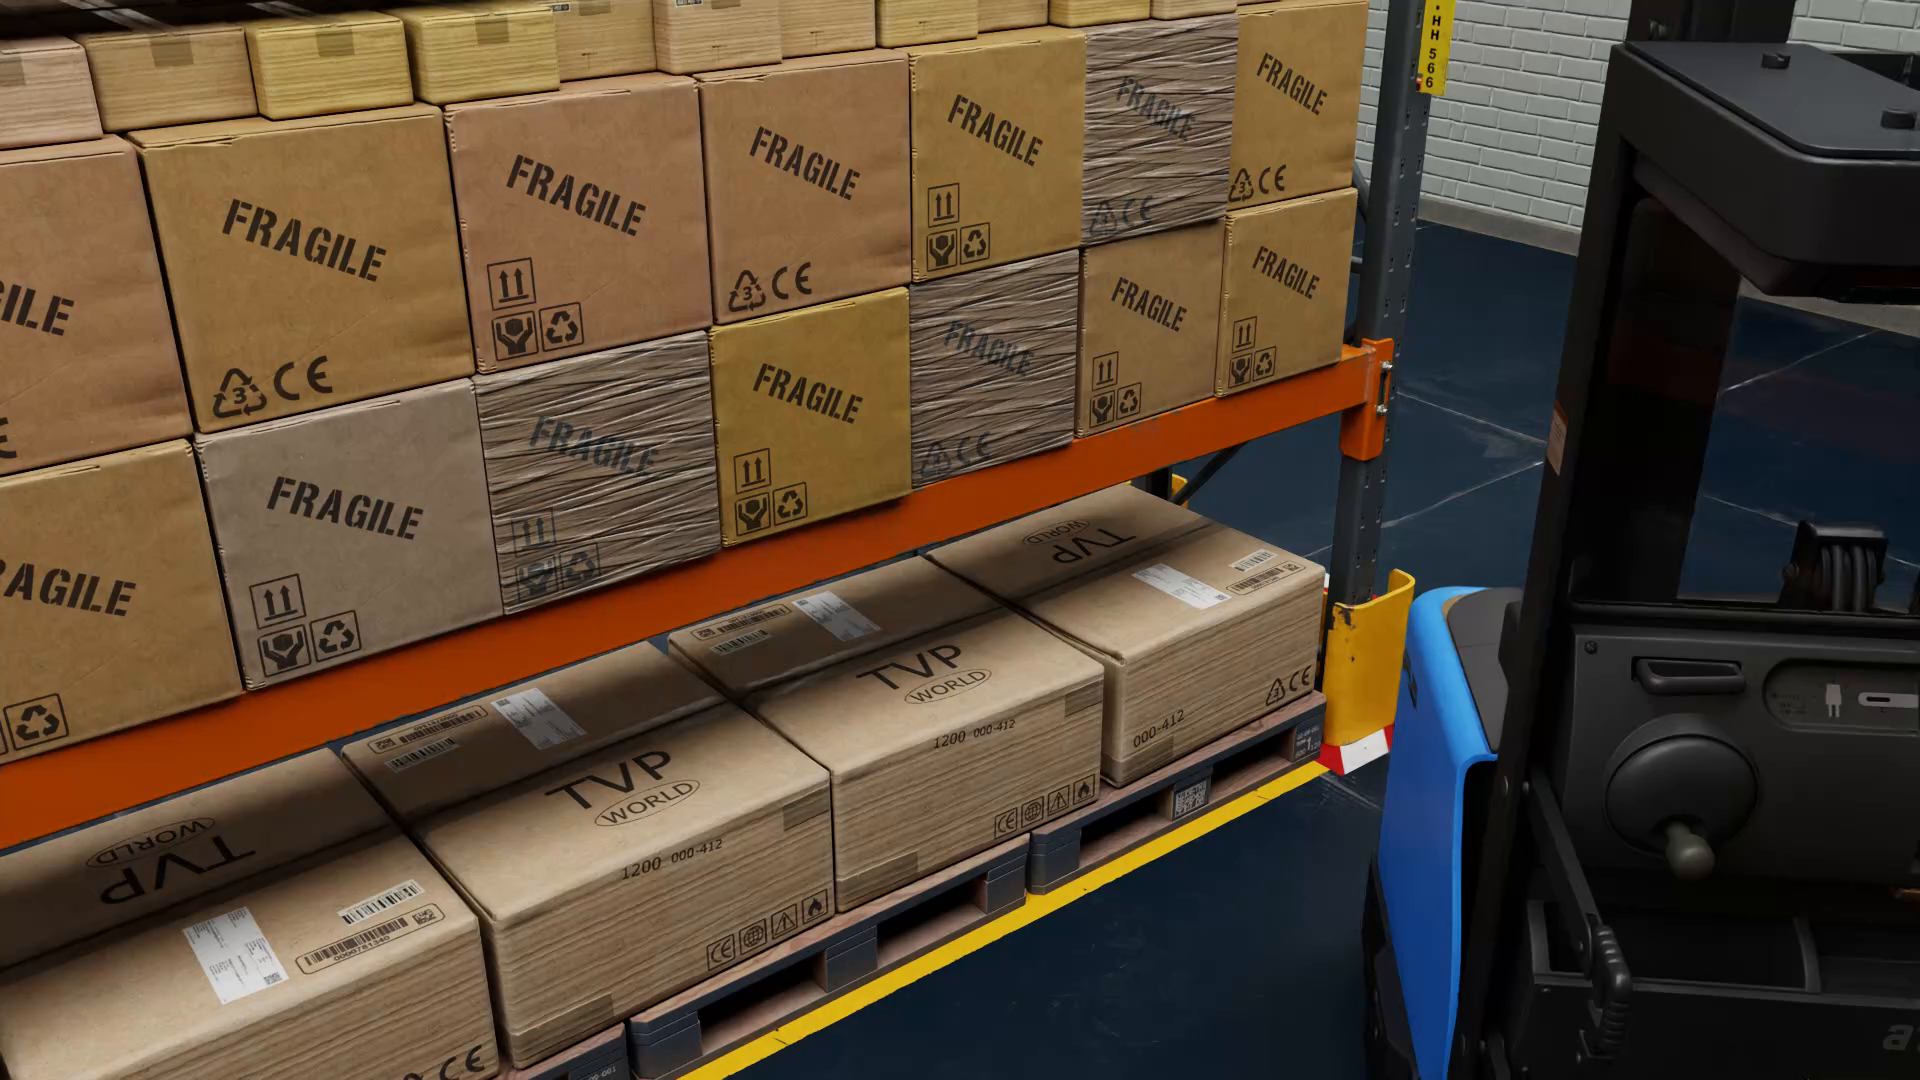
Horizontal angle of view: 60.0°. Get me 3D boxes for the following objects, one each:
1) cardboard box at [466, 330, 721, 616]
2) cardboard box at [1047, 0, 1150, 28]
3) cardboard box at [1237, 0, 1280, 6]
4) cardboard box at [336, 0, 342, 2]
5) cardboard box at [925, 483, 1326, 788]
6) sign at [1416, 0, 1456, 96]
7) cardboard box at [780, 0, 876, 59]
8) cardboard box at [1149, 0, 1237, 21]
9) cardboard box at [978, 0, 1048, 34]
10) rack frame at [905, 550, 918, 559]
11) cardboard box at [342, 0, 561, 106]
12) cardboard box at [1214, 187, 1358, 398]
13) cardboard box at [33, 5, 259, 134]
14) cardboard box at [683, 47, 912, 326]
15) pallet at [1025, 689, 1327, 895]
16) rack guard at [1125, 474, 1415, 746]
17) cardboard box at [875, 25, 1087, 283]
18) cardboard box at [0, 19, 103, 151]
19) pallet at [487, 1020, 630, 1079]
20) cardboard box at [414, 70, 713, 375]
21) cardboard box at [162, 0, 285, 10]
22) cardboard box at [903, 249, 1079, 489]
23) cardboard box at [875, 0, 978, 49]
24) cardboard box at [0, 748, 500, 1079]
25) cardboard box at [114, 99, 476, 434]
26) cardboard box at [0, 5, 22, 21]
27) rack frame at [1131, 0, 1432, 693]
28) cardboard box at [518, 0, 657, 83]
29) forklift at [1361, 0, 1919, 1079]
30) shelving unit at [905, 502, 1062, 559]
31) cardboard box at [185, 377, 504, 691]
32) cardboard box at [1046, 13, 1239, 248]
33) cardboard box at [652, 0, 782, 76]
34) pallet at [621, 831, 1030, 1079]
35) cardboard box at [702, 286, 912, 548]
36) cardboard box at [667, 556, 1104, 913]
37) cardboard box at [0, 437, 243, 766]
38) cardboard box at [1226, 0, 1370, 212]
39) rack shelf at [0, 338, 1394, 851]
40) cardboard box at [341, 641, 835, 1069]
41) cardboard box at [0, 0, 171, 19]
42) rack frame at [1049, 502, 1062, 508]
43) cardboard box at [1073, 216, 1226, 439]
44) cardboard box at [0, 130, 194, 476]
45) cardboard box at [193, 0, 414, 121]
[{"bbox_3d":[-0.864,-0.218,3.539,0.500,0.500,0.500,-18,30,-34],"label":"cardboard box"},{"bbox_3d":[0.240,-1.333,3.983,0.250,0.149,0.380,-17,30,-33],"label":"cardboard box"},{"bbox_3d":[0.615,-1.480,4.299,0.250,0.149,0.380,-18,30,-33],"label":"cardboard box"},{"bbox_3d":[-1.303,-1.103,3.486,0.250,0.149,0.380,-19,31,-34],"label":"cardboard box"},{"bbox_3d":[0.501,0.256,5.180,0.875,0.438,0.875,-19,31,-36],"label":"cardboard box"},{"bbox_3d":[1.283,-1.370,4.482,0.005,0.325,0.100,-18,31,-34],"label":"sign"},{"bbox_3d":[-0.388,-1.142,3.571,0.250,0.149,0.380,-17,30,-32],"label":"cardboard box"},{"bbox_3d":[0.464,-1.385,4.095,0.250,0.149,0.380,-19,31,-35],"label":"cardboard box"},{"bbox_3d":[-0.009,-1.289,3.887,0.250,0.149,0.380,-19,31,-34],"label":"cardboard box"},{"bbox_3d":[-0.293,-0.583,6.226,0.023,1.500,0.400,-18,31,-34],"label":"rack frame"},{"bbox_3d":[-0.953,-0.927,3.106,0.250,0.149,0.380,-19,31,-35],"label":"cardboard box"},{"bbox_3d":[0.743,-0.753,4.690,0.500,0.500,0.500,-18,30,-34],"label":"cardboard box"},{"bbox_3d":[-1.413,-0.823,2.883,0.250,0.149,0.380,-19,31,-35],"label":"cardboard box"},{"bbox_3d":[-0.455,-0.812,3.631,0.500,0.500,0.500,-19,31,-34],"label":"cardboard box"},{"bbox_3d":[0.378,0.578,5.254,1.213,0.211,1.003,-18,31,-34],"label":"pallet"},{"bbox_3d":[0.978,0.207,5.710,0.348,0.500,1.175,-18,31,-34],"label":"rack guard"},{"bbox_3d":[-0.058,-0.942,3.911,0.500,0.500,0.500,-18,31,-34],"label":"cardboard box"},{"bbox_3d":[-1.588,-0.742,2.710,0.250,0.149,0.380,-18,30,-33],"label":"cardboard box"},{"bbox_3d":[-1.542,1.212,3.888,1.213,0.211,1.003,-18,31,-34],"label":"pallet"},{"bbox_3d":[-0.853,-0.682,3.350,0.500,0.500,0.500,-18,30,-33],"label":"cardboard box"},{"bbox_3d":[-1.478,-1.026,3.320,0.250,0.149,0.380,-19,31,-34],"label":"cardboard box"},{"bbox_3d":[-0.060,-0.491,4.125,0.500,0.500,0.500,-17,30,-33],"label":"cardboard box"},{"bbox_3d":[-0.170,-1.204,3.705,0.250,0.149,0.380,-17,30,-33],"label":"cardboard box"},{"bbox_3d":[-1.628,0.963,3.657,0.875,0.438,0.875,-19,31,-35],"label":"cardboard box"},{"bbox_3d":[-1.263,-0.553,3.072,0.500,0.500,0.500,-19,31,-35],"label":"cardboard box"},{"bbox_3d":[-1.868,-0.893,3.033,0.250,0.149,0.380,-17,30,-33],"label":"cardboard box"},{"bbox_3d":[0.959,-0.920,5.170,0.127,3.000,1.000,-18,31,-34],"label":"rack frame"},{"bbox_3d":[-0.806,-1.019,3.305,0.250,0.149,0.380,-18,31,-34],"label":"cardboard box"},{"bbox_3d":[1.420,0.385,2.438,1.130,2.935,3.031,3,25,6],"label":"forklift"},{"bbox_3d":[-0.005,-0.679,6.431,0.755,1.500,0.431,-18,31,-34],"label":"shelving unit"},{"bbox_3d":[-1.259,-0.091,3.265,0.500,0.500,0.500,-18,30,-34],"label":"cardboard box"},{"bbox_3d":[0.333,-1.070,4.185,0.500,0.500,0.500,-18,30,-34],"label":"cardboard box"},{"bbox_3d":[-0.570,-1.060,3.394,0.250,0.149,0.380,-18,30,-34],"label":"cardboard box"},{"bbox_3d":[-0.581,0.893,4.575,1.213,0.211,1.003,-18,31,-34],"label":"pallet"},{"bbox_3d":[-0.459,-0.352,3.827,0.500,0.500,0.500,-17,30,-33],"label":"cardboard box"},{"bbox_3d":[-0.214,0.496,4.662,0.875,0.438,0.875,-17,30,-33],"label":"cardboard box"},{"bbox_3d":[-1.658,0.038,2.986,0.500,0.500,0.500,-17,30,-32],"label":"cardboard box"},{"bbox_3d":[0.727,-1.215,4.499,0.500,0.500,0.500,-17,30,-32],"label":"cardboard box"},{"bbox_3d":[-0.615,-0.075,4.202,4.000,0.370,1.077,-18,31,-34],"label":"rack shelf"},{"bbox_3d":[-0.924,0.730,4.159,0.875,0.438,0.875,-19,31,-35],"label":"cardboard box"},{"bbox_3d":[-1.666,-0.954,3.165,0.250,0.149,0.380,-18,31,-34],"label":"cardboard box"},{"bbox_3d":[0.283,-0.774,6.635,0.023,1.500,0.400,-18,31,-34],"label":"rack frame"},{"bbox_3d":[0.339,-0.627,4.420,0.500,0.500,0.500,-19,31,-35],"label":"cardboard box"},{"bbox_3d":[-1.664,-0.424,2.793,0.500,0.500,0.500,-18,30,-34],"label":"cardboard box"},{"bbox_3d":[-1.180,-0.867,2.978,0.250,0.149,0.380,-19,31,-34],"label":"cardboard box"}]
